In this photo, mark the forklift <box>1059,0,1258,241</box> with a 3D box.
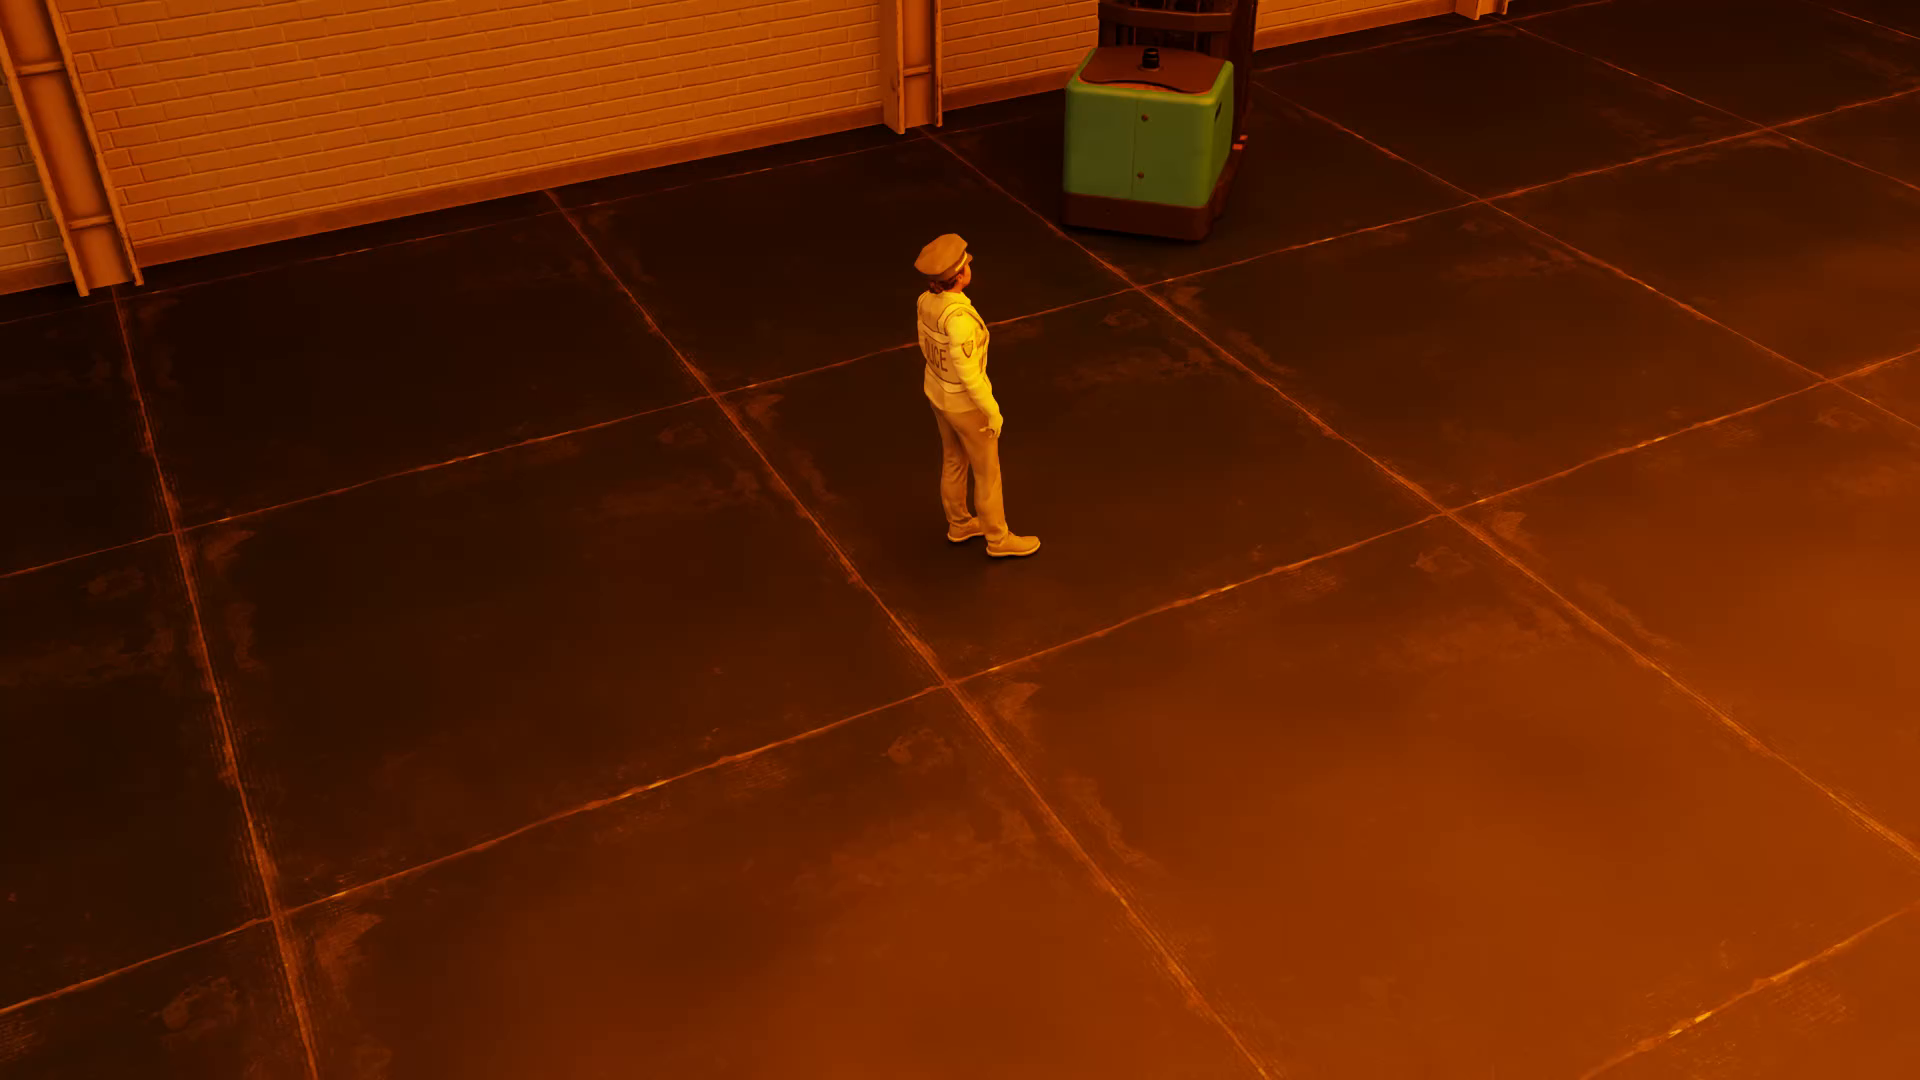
[{"bbox_3d":[1.613,-4.109,11.935,1.130,2.935,3.031,10,36,14],"label":"forklift"}]

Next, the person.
[{"bbox_3d":[0.064,-0.713,8.191,0.530,1.694,0.586,-17,39,-23],"label":"person"}]
